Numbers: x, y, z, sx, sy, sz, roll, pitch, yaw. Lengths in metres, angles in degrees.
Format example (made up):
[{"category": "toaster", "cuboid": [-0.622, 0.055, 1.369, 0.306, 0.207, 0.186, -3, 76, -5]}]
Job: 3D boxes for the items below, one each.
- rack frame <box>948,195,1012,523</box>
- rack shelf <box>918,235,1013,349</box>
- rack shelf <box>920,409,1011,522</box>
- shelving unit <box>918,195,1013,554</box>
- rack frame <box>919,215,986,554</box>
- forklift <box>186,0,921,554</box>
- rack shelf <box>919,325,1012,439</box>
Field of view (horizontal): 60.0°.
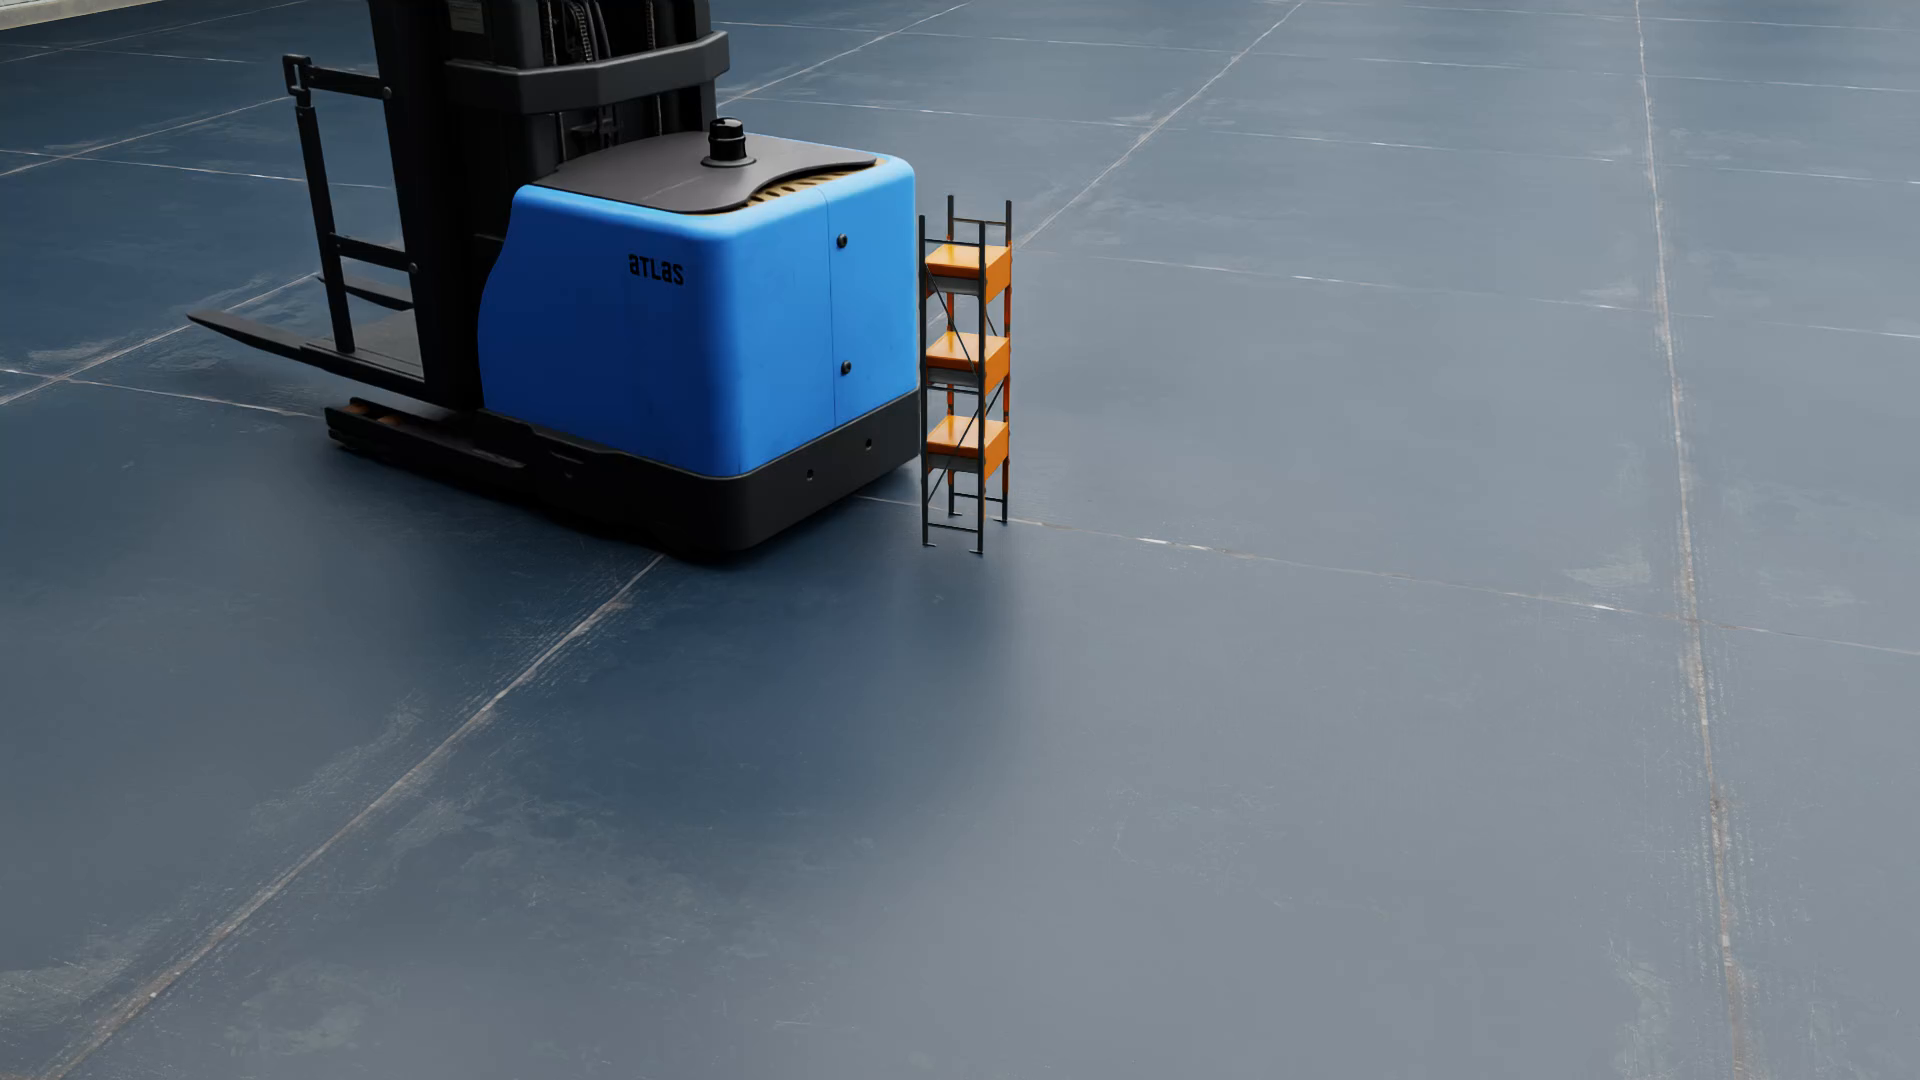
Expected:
[{"category": "rack frame", "cuboid": [0.058, -0.545, 5.170, 0.200, 1.050, 0.008, 9, 27, 17]}, {"category": "rack shelf", "cuboid": [0.018, -0.740, 4.948, 0.215, 0.259, 0.240, 9, 27, 17]}, {"category": "rack shelf", "cuboid": [0.018, -0.235, 5.192, 0.215, 0.259, 0.240, 9, 27, 17]}, {"category": "shelving unit", "cuboid": [0.018, -0.495, 5.067, 0.215, 1.050, 0.252, 9, 27, 17]}, {"category": "rack frame", "cuboid": [-0.023, -0.444, 4.963, 0.200, 1.050, 0.008, 9, 27, 17]}, {"category": "forklift", "cuboid": [-1.633, -1.762, 5.525, 3.031, 2.935, 1.130, 17, 30, 31]}, {"category": "rack shelf", "cuboid": [0.018, -0.485, 5.071, 0.215, 0.259, 0.240, 9, 27, 17]}]
